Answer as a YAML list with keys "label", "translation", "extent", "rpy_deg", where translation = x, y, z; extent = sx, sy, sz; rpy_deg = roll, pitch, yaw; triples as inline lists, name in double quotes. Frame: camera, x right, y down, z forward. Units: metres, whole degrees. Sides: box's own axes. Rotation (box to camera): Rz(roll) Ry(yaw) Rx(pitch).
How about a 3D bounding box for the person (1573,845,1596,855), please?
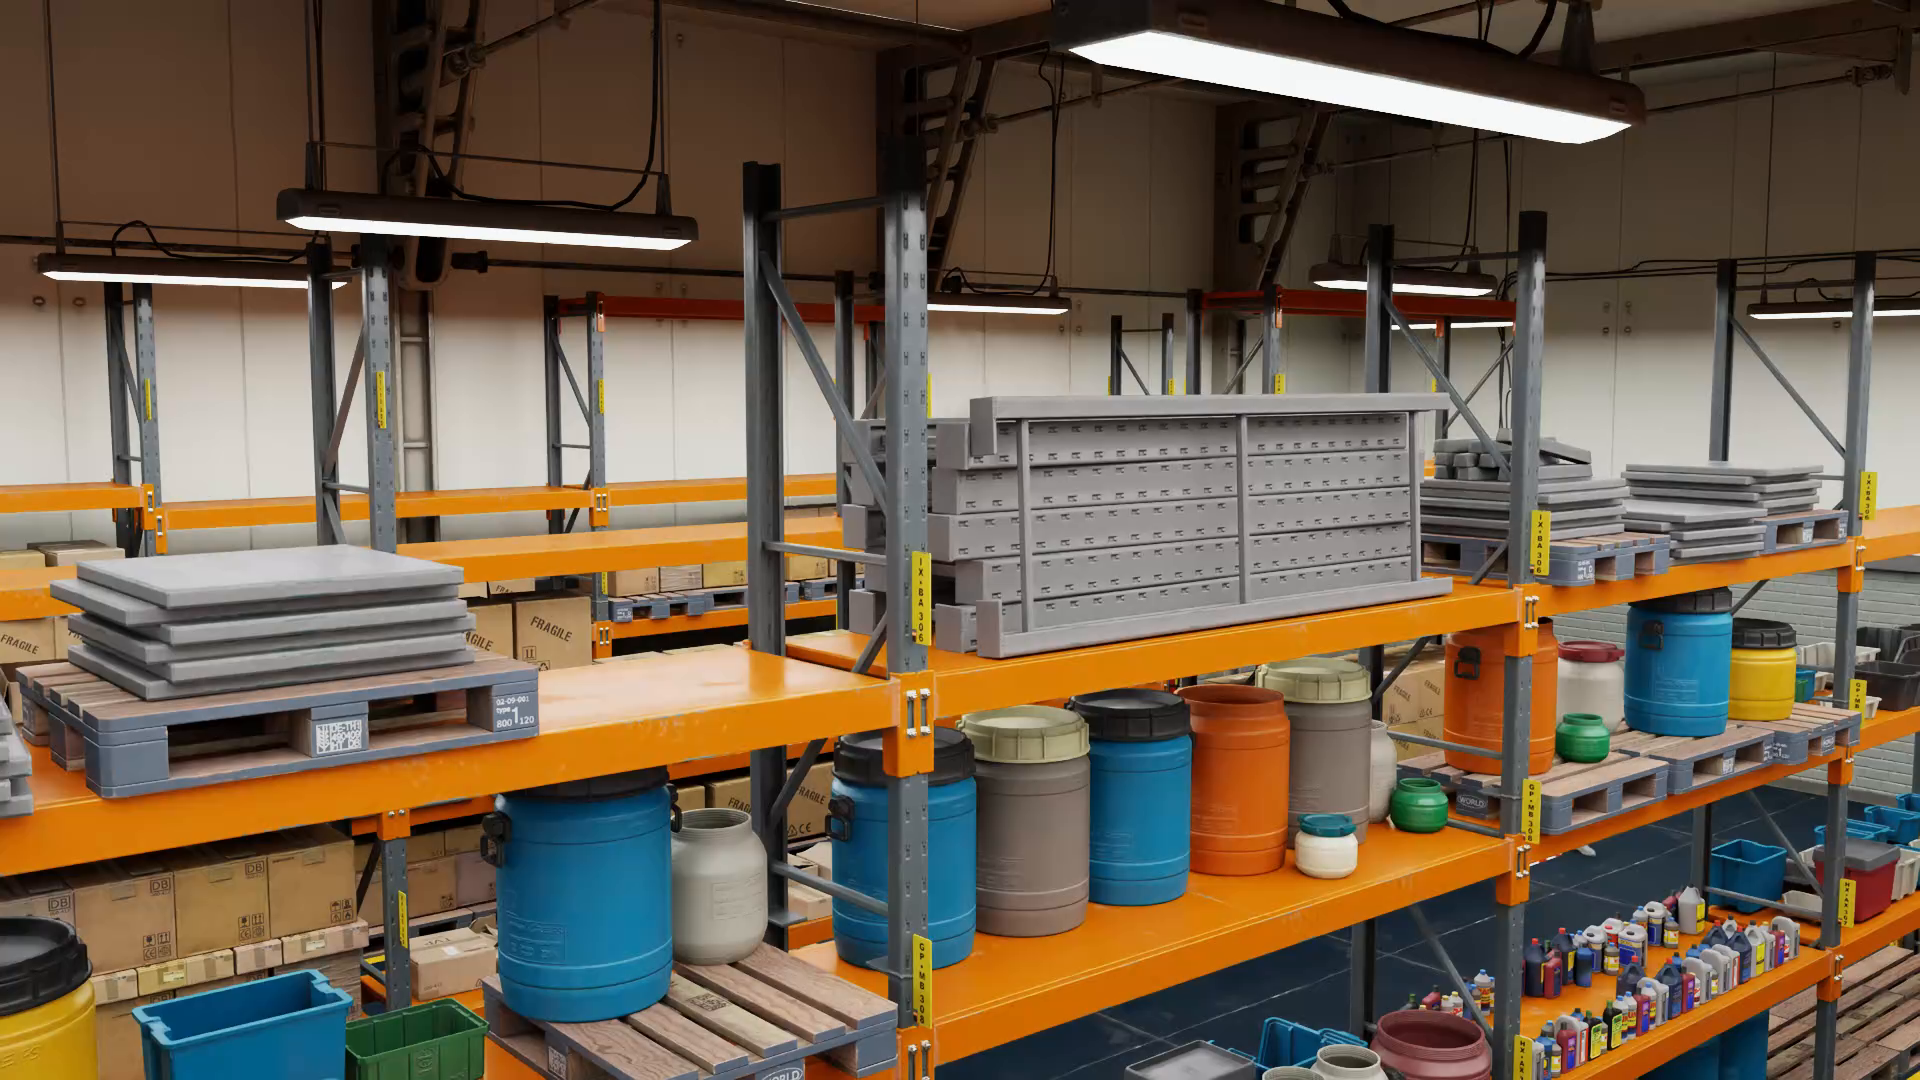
- label: "person"
  translation: [6.616, 2.581, 18.152]
  extent: [0.688, 1.703, 0.578]
  rpy_deg: [-2, 6, -23]
